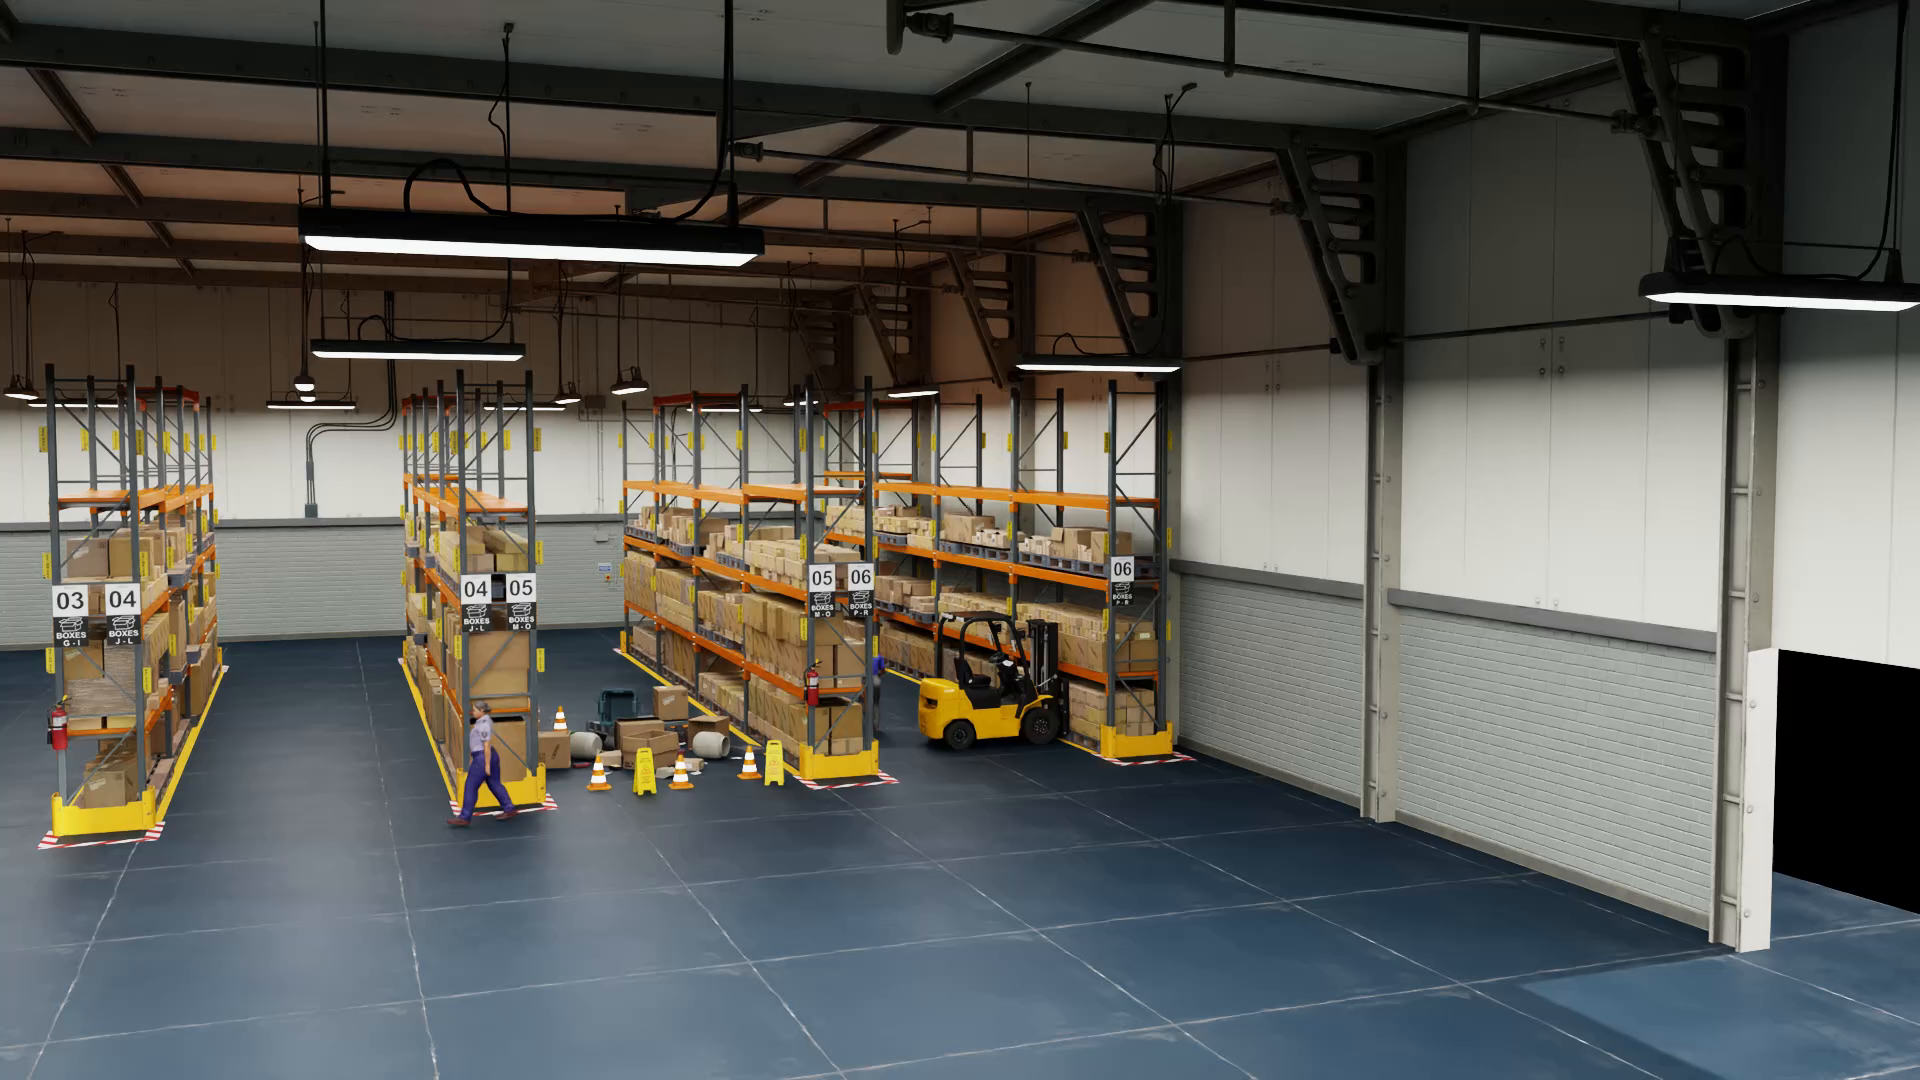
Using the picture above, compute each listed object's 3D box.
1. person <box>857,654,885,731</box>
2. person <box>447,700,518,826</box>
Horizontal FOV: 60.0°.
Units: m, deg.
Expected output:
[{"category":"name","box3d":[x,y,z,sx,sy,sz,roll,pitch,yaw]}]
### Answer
[{"category":"person","box3d":[-1.585,2.530,29.146,0.578,1.553,0.720,-1,4,-18]},{"category":"person","box3d":[-6.293,2.915,21.879,0.834,1.618,0.529,0,3,-3]}]
